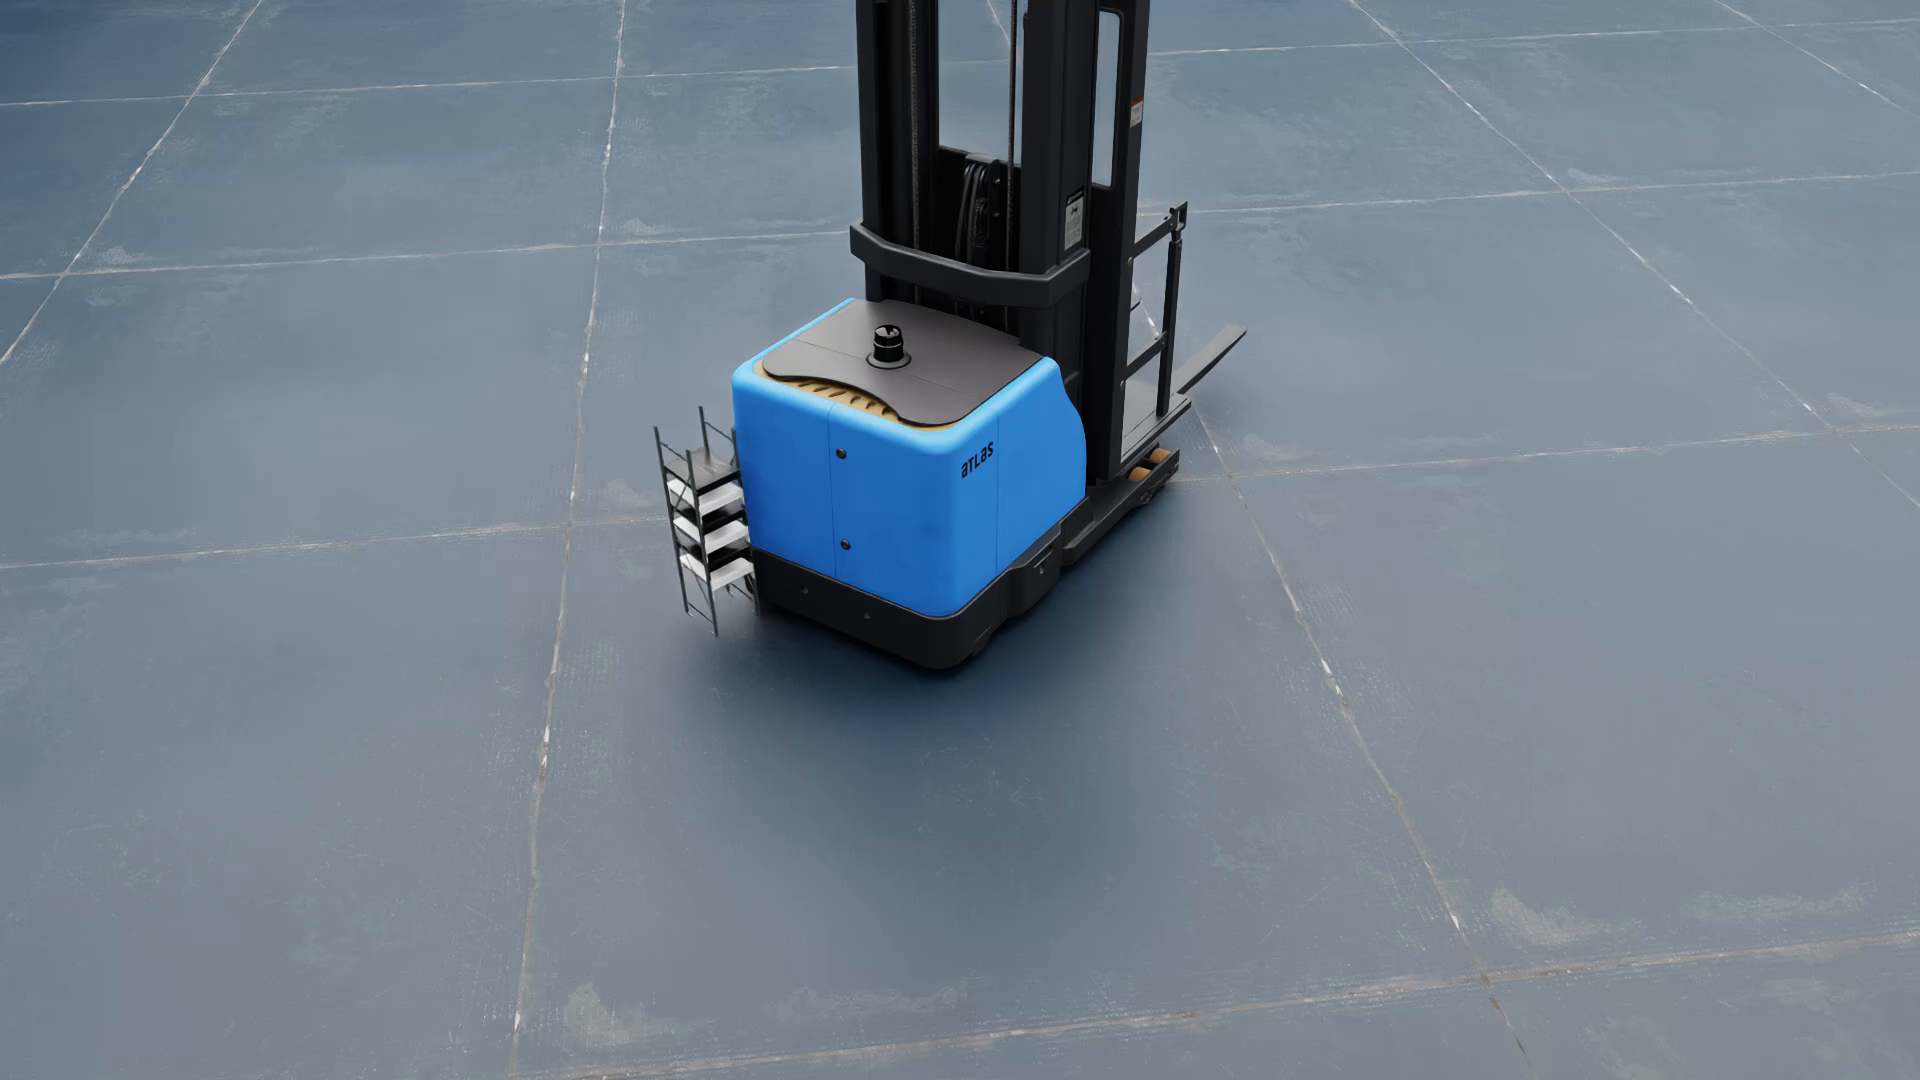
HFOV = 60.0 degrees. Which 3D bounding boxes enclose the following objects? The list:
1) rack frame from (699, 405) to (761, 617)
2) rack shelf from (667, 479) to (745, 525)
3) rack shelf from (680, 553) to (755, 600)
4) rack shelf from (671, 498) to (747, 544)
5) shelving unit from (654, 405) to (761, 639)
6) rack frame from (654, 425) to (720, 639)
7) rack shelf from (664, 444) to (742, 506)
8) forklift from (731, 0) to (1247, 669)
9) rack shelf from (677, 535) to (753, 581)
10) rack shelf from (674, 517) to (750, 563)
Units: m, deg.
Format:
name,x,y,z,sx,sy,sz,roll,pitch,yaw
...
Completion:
name,x,y,z,sx,sy,sz,roll,pitch,yaw
rack frame,-0.908,-0.103,6.584,0.006,0.900,0.240,-28,43,-31
rack shelf,-0.991,-0.180,6.446,0.200,0.077,0.258,-28,43,-31
rack shelf,-0.977,0.111,6.658,0.200,0.077,0.258,-28,43,-31
rack shelf,-0.987,-0.107,6.499,0.200,0.077,0.258,-28,43,-31
shelving unit,-0.985,-0.061,6.532,0.210,0.900,0.258,-28,43,-31
rack frame,-1.062,-0.020,6.480,0.006,0.900,0.240,-28,43,-31
rack shelf,-0.994,-0.252,6.393,0.200,0.077,0.258,-28,43,-31
forklift,0.347,-1.506,6.857,1.130,2.935,3.031,20,39,27
rack shelf,-0.981,0.038,6.605,0.200,0.077,0.258,-28,43,-31
rack shelf,-0.984,-0.034,6.552,0.200,0.077,0.258,-28,43,-31
